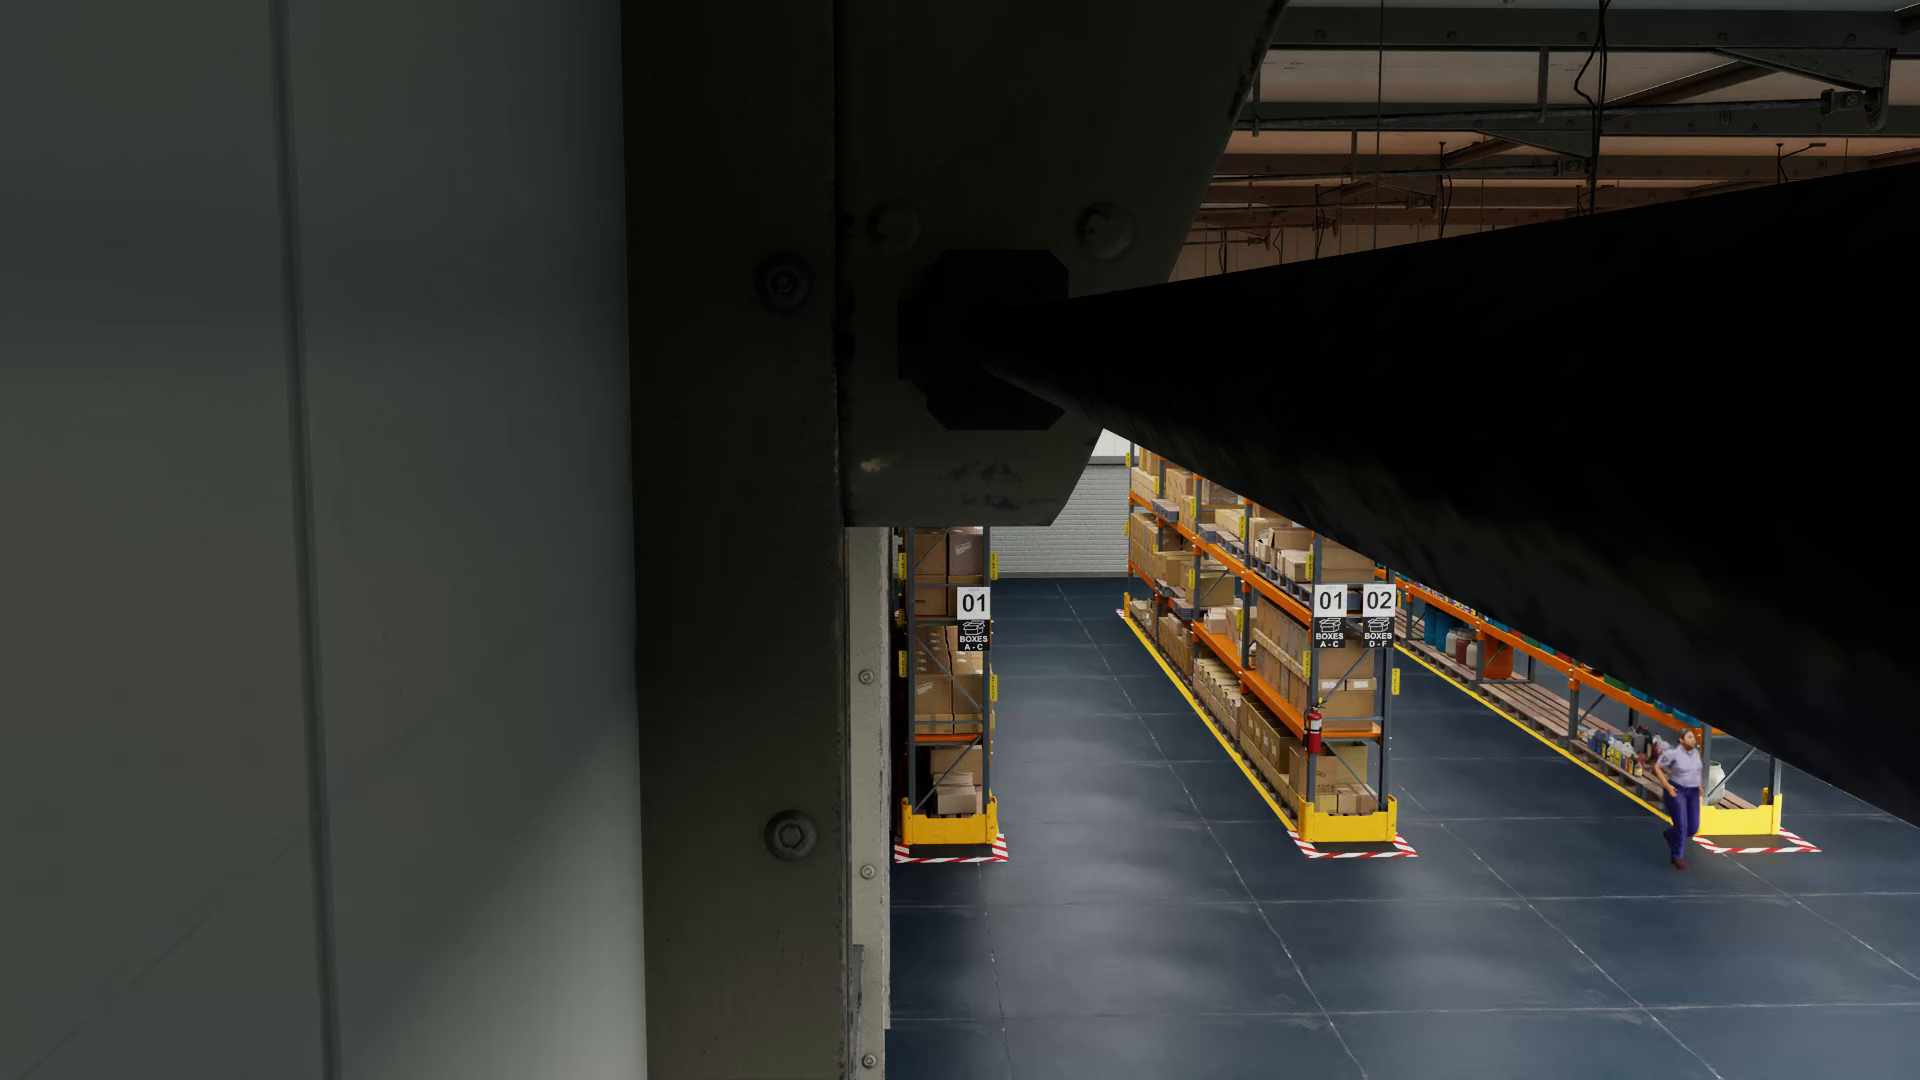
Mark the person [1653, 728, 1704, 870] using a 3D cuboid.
[{"bbox_3d":[8.581,3.031,19.739,0.645,1.585,0.751,-2,8,-13],"label":"person"}]
